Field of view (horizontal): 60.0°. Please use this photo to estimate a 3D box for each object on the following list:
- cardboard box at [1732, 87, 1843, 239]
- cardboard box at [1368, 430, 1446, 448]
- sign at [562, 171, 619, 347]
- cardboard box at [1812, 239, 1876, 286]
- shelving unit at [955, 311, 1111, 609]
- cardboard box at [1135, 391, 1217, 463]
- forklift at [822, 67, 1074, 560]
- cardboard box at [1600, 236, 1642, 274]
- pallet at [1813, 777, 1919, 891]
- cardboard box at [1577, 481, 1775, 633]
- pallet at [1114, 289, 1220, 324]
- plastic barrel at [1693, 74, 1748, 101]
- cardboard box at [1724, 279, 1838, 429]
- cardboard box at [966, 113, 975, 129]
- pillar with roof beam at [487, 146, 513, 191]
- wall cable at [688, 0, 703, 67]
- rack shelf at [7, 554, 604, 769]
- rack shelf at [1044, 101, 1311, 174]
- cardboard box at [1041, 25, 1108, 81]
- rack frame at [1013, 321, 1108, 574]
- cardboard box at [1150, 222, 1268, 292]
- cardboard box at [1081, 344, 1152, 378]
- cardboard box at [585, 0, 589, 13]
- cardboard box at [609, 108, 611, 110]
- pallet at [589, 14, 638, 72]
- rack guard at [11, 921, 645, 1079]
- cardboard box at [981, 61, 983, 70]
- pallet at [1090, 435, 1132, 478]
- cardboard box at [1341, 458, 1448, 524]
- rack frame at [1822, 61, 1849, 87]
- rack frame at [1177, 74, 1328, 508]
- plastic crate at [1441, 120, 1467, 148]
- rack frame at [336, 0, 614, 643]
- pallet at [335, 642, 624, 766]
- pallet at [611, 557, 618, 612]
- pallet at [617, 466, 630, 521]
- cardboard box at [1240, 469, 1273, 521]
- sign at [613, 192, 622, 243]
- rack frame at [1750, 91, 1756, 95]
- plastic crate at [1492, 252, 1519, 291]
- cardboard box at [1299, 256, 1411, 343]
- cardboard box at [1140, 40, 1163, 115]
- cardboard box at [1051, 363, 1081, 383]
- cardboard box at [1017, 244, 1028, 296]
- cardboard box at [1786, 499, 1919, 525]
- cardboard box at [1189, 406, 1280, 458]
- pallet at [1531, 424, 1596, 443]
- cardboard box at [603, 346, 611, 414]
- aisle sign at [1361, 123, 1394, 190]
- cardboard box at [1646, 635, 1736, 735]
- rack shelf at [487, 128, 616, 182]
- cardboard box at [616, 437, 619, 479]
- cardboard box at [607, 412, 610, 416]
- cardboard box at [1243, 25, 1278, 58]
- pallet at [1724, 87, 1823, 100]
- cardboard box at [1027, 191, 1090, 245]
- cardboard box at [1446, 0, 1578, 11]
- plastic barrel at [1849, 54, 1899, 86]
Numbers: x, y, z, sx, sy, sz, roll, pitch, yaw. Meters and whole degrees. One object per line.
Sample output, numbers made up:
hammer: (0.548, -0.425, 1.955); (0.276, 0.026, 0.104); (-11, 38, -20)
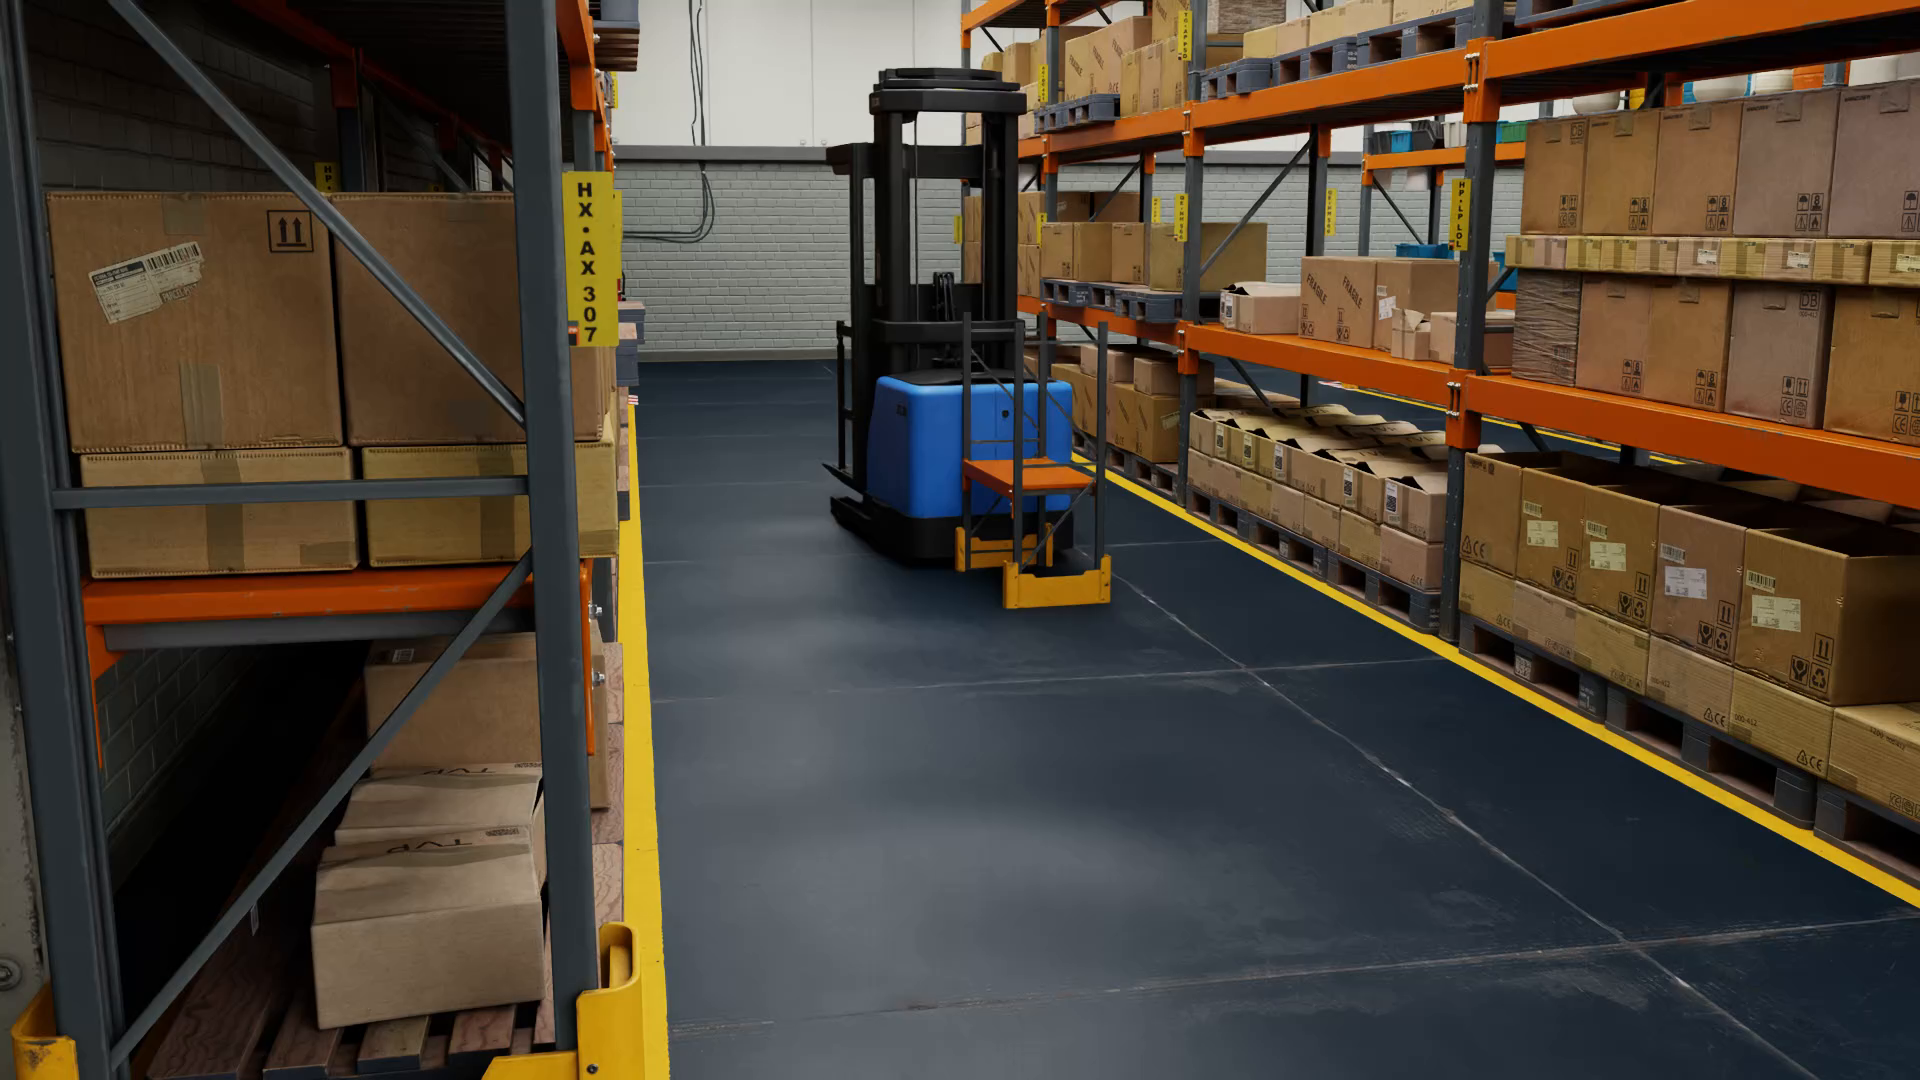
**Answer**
cardboard box: (3.234, -1.327, 5.909); (0.700, 0.500, 0.500); (-2, 11, -11)
cardboard box: (2.712, -0.496, 10.009); (0.500, 0.311, 0.500); (-2, 11, -9)
sign: (-0.700, -0.528, 3.135); (0.100, 0.325, 0.005); (-2, 11, -11)
cardboard box: (3.112, -0.933, 5.571); (0.380, 0.149, 0.250); (-2, 11, -9)
shelving unit: (0.389, -0.482, 9.220); (0.587, 1.500, 1.083); (-3, 11, -15)
cardboard box: (1.658, -0.883, 12.820); (0.500, 0.500, 0.500); (-2, 11, -9)
forklift: (-0.250, -1.555, 11.030); (1.130, 2.935, 3.031); (-3, 11, -18)
cardboard box: (2.864, -1.168, 6.808); (0.380, 0.149, 0.250); (-2, 11, -12)
pallet: (3.437, 0.967, 5.052); (1.003, 0.211, 1.213); (-2, 11, -11)
cardboard box: (2.826, 0.058, 6.594); (0.500, 0.500, 0.500); (-2, 11, -11)
pallet: (1.870, -1.759, 12.429); (1.213, 0.211, 1.003); (-2, 11, -11)
plastic barrel: (6.437, -3.977, 14.061); (0.433, 0.535, 0.433); (0, 11, 0)
cardboard box: (3.244, -0.683, 5.996); (0.700, 0.500, 0.500); (-2, 11, -9)
cardboard box: (0.359, -4.740, 18.622); (0.500, 0.250, 0.500); (-2, 11, -11)
pillar with roof beam: (-1.495, -6.585, 21.228); (9.100, 9.000, 0.400); (-2, 11, -11)
wall cable: (-2.440, -8.069, 23.822); (3.097, 2.526, 0.112); (-2, 11, -11)
rack shelf: (-1.621, -0.097, 5.107); (1.077, 0.370, 4.000); (-2, 11, -11)
rack shelf: (1.682, -3.218, 13.485); (1.077, 0.370, 4.000); (-2, 11, -11)
cardboard box: (1.161, -4.567, 15.703); (0.700, 0.500, 0.500); (-2, 11, -11)
rack frame: (0.523, -0.389, 8.729); (0.500, 1.500, 0.032); (-3, 11, -15)
cardboard box: (1.838, -2.098, 12.308); (0.700, 0.500, 0.500); (-6, 12, -30)
cardboard box: (1.342, -1.541, 14.272); (0.500, 0.250, 0.500); (-2, 11, -11)
cardboard box: (-1.669, -2.265, 6.233); (0.500, 0.500, 0.500); (-2, 11, -9)
cardboard box: (-3.527, -4.170, 15.570); (0.500, 0.250, 0.500); (-2, 11, -12)
pallet: (-2.230, -2.505, 8.318); (1.213, 0.211, 1.003); (-2, 11, -11)
rack guard: (-1.247, 1.131, 3.419); (1.175, 0.500, 0.348); (-2, 11, -11)
cardboard box: (0.631, -5.119, 18.605); (0.700, 0.500, 0.500); (-2, 11, -11)
pallet: (1.729, -0.723, 13.932); (1.003, 0.211, 1.213); (-2, 11, -11)
cardboard box: (2.381, -0.288, 8.918); (0.500, 0.311, 0.500); (-2, 11, -9)
rack frame: (6.930, -4.858, 12.153); (1.000, 3.000, 0.127); (-2, 11, -11)
rack frame: (2.071, -1.731, 11.771); (1.000, 3.000, 0.127); (-2, 11, -11)
plastic crate: (5.502, -4.376, 17.959); (0.437, 0.282, 0.530); (-2, 11, -11)
rack frame: (-2.010, -0.817, 6.966); (1.000, 3.000, 0.127); (-2, 11, -11)
pallet: (-1.845, 0.675, 6.587); (1.003, 0.211, 1.213); (-2, 11, -11)
pallet: (-2.403, 0.186, 9.155); (1.003, 0.211, 1.213); (-2, 11, -11)
pallet: (-2.867, -0.328, 11.856); (1.003, 0.211, 1.213); (-2, 11, -11)
cardboard box: (2.090, -0.293, 10.444); (0.500, 0.250, 0.500); (-2, 11, -13)
sign: (-2.257, -2.102, 10.833); (0.100, 0.325, 0.005); (-2, 11, -11)
rack frame: (10.233, -6.505, 20.808); (1.000, 3.000, 0.127); (-2, 11, -11)
plastic crate: (5.727, -2.739, 16.949); (0.392, 0.384, 0.575); (-2, 11, -11)
cardboard box: (2.413, -1.473, 10.148); (0.500, 0.500, 0.500); (-3, 11, -14)
cardboard box: (1.853, -3.426, 12.387); (0.910, 0.500, 0.500); (-2, 11, -11)
cardboard box: (1.148, -1.356, 15.305); (0.500, 0.500, 0.500); (-3, 11, -14)
cardboard box: (0.842, -2.691, 16.545); (0.500, 0.500, 0.500); (-2, 11, -9)
cardboard box: (3.451, 0.130, 6.215); (0.500, 0.500, 0.500); (-2, 11, -11)
cardboard box: (1.884, -0.756, 11.376); (0.500, 0.311, 0.500); (-2, 11, -9)
pallet: (6.261, -1.132, 16.077); (1.003, 0.211, 1.213); (-2, 11, -11)
cardboard box: (-1.116, -0.577, 4.050); (0.500, 0.500, 0.500); (-2, 11, -11)
aisle sign: (5.069, -4.658, 20.192); (0.394, 0.787, 0.004); (-2, 11, -11)
cardboard box: (2.929, 0.518, 6.183); (0.500, 0.250, 0.500); (-2, 11, -11)
rack shelf: (-3.955, -3.771, 16.389); (1.077, 0.370, 4.000); (-2, 11, -11)
cardboard box: (-2.802, -0.841, 11.716); (0.750, 0.750, 0.750); (-2, 11, -12)
cardboard box: (-1.130, -0.215, 4.153); (0.500, 0.250, 0.500); (-2, 11, -13)
cardboard box: (2.214, -3.256, 11.039); (0.500, 0.250, 0.500); (-3, 11, -15)
pallet: (6.877, -3.435, 13.207); (1.003, 0.211, 1.213); (-2, 11, -11)
cardboard box: (0.940, -3.089, 15.960); (0.500, 0.500, 0.500); (-2, 11, -11)
cardboard box: (2.738, -2.717, 8.206); (0.500, 0.250, 0.500); (-1, 11, -5)
plastic barrel: (6.690, -3.371, 12.065); (0.421, 0.512, 0.421); (0, 11, 0)
